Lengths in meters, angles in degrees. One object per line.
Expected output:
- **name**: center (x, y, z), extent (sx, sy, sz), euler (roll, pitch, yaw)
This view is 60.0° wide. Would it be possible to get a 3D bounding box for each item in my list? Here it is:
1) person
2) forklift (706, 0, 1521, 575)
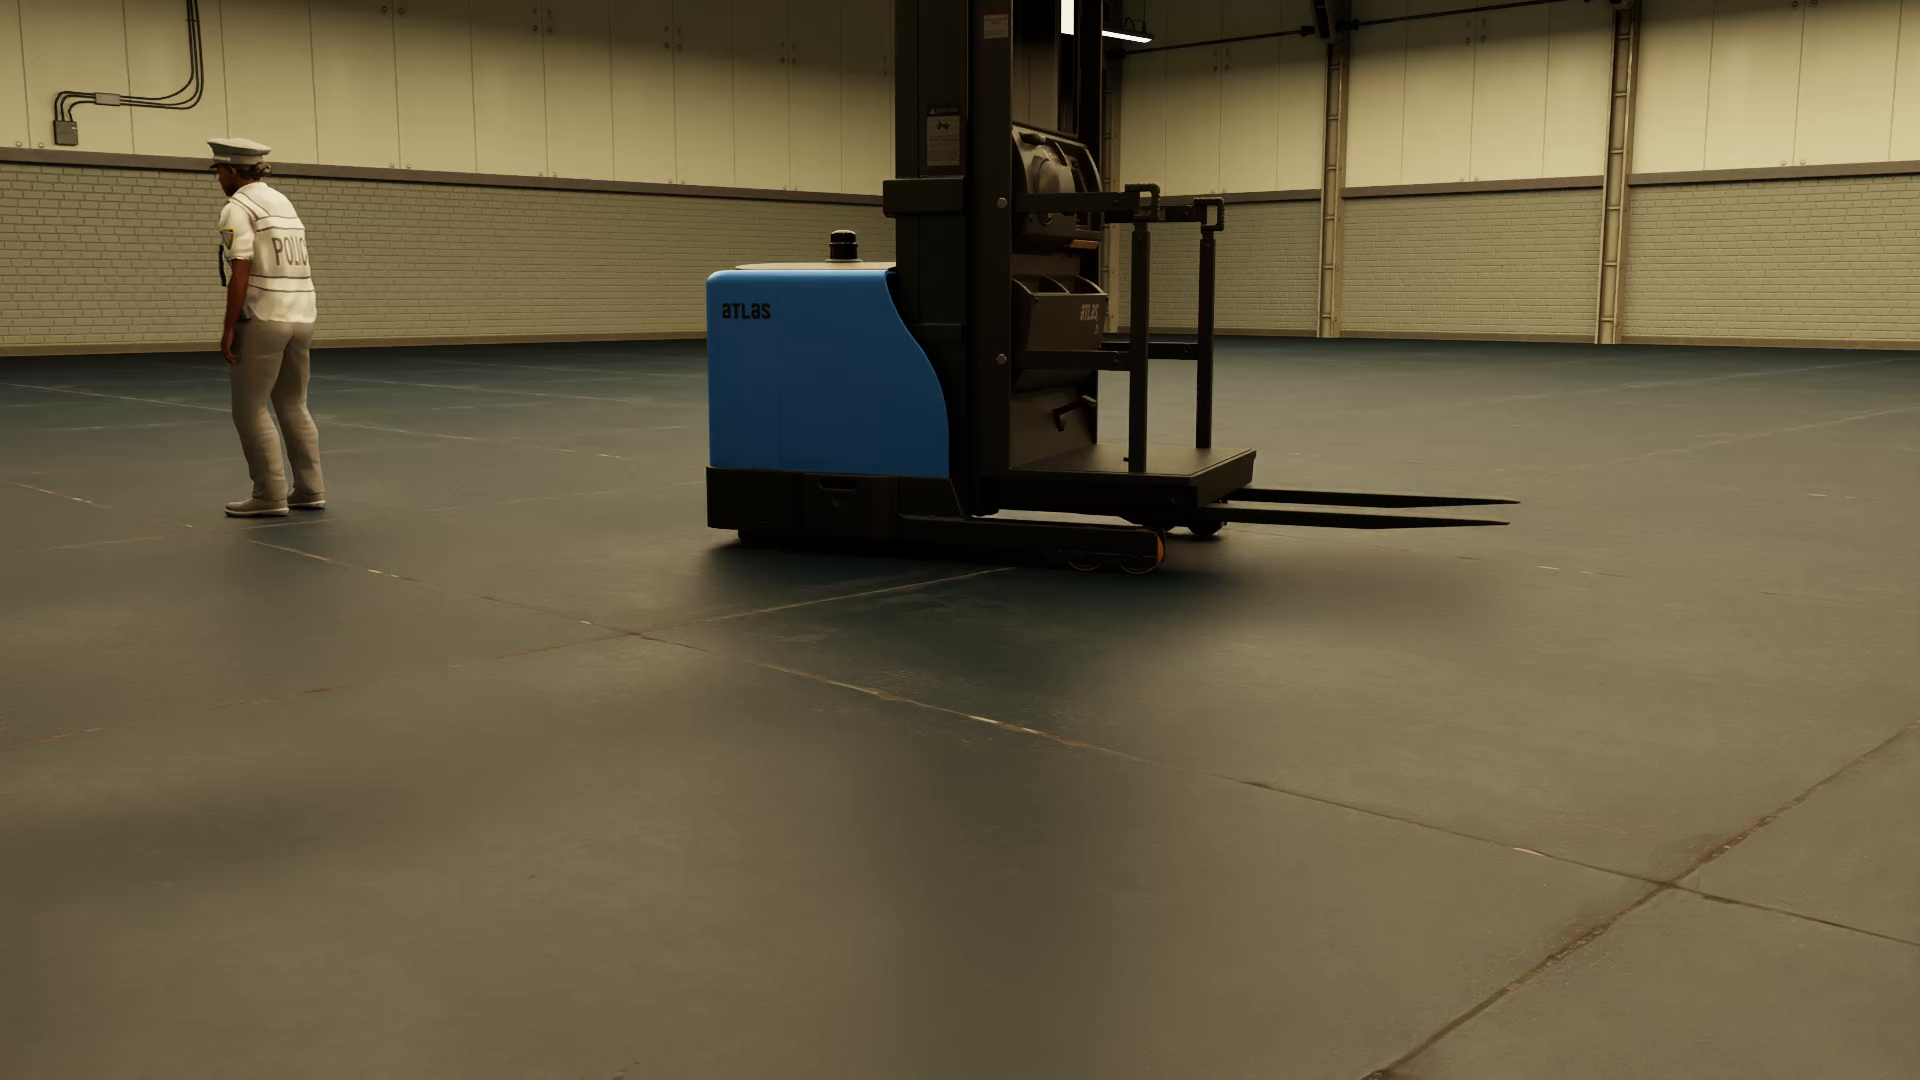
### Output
- **person**: center (-3.096, -0.948, 7.432), extent (0.391, 1.664, 0.532), euler (2, 9, 14)
- **forklift**: center (0.565, -1.416, 6.275), extent (3.031, 2.935, 1.130), euler (3, 9, 22)
